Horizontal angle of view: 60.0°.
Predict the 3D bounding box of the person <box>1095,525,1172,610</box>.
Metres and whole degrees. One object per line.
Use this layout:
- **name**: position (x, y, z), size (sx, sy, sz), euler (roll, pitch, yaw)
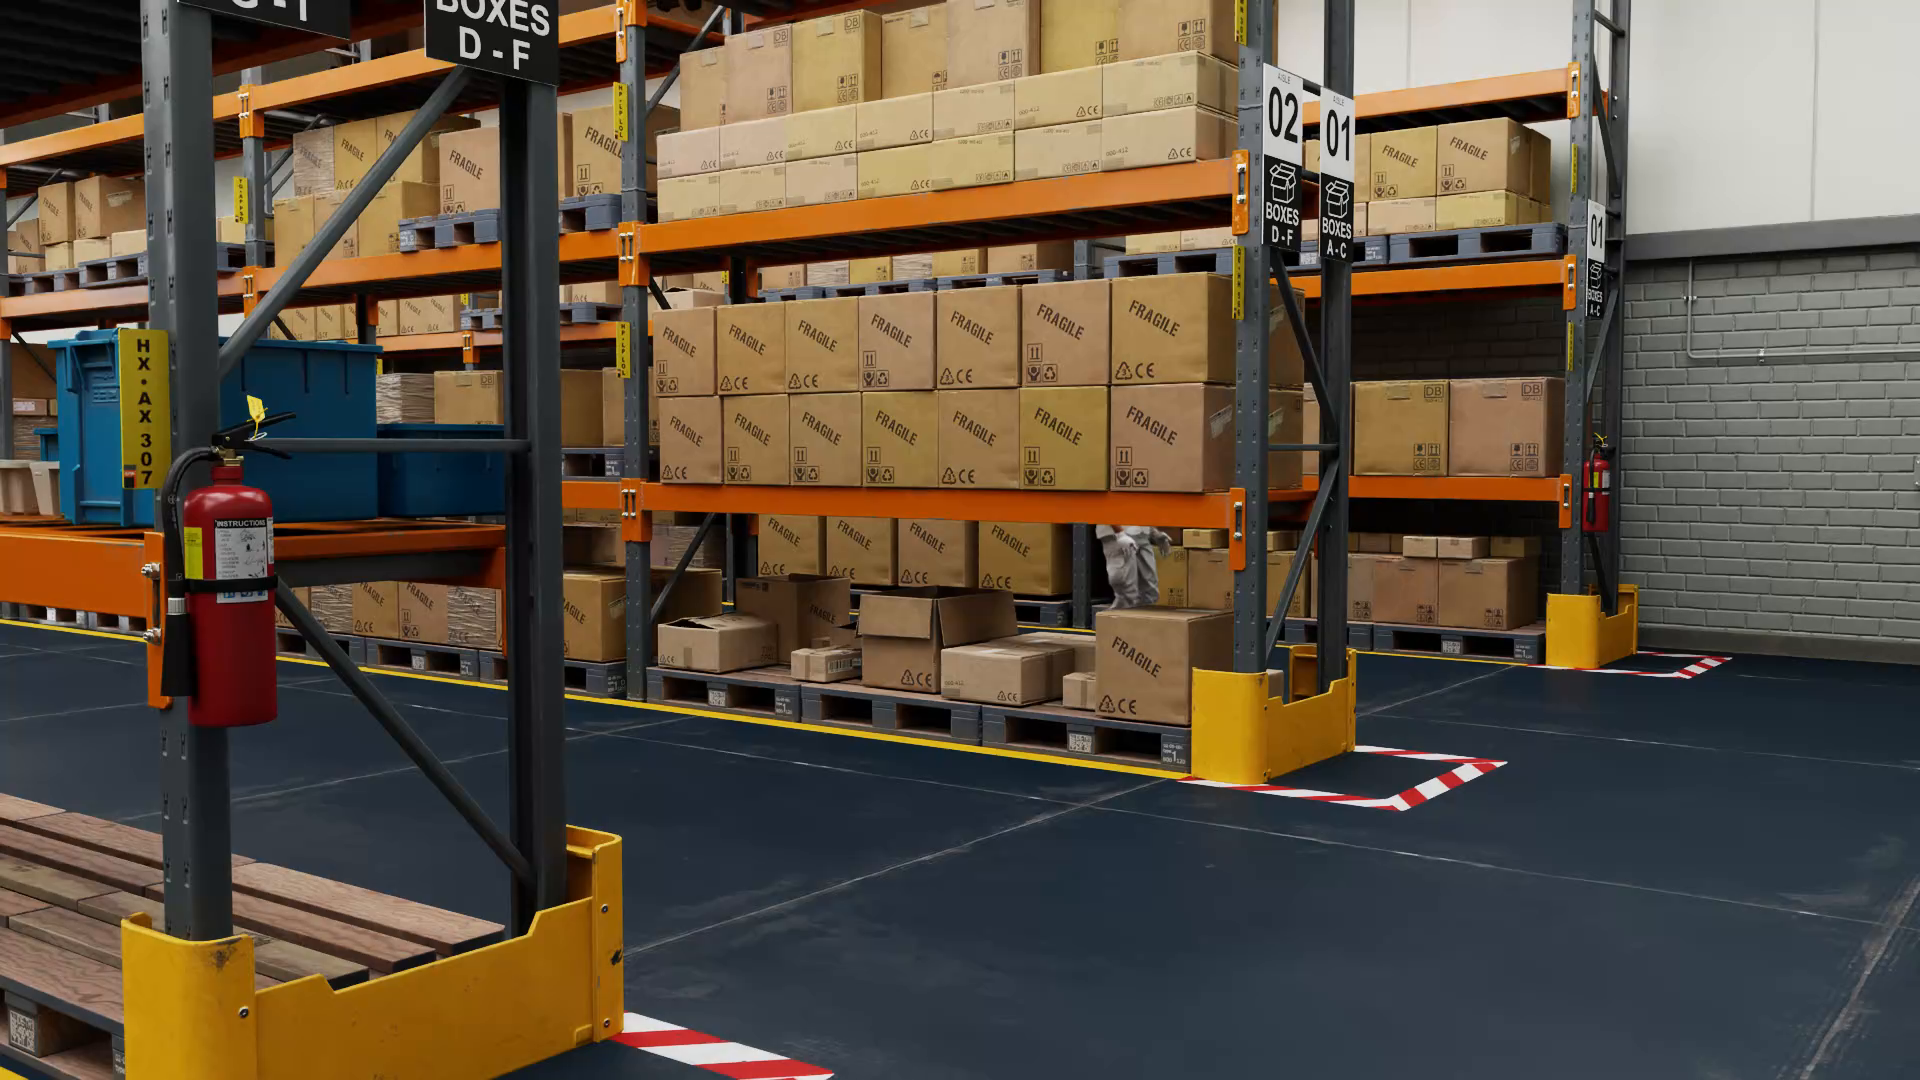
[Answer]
- **person**: position (1.188, 0.008, 11.409), size (0.443, 1.744, 0.541), euler (2, 4, 37)
